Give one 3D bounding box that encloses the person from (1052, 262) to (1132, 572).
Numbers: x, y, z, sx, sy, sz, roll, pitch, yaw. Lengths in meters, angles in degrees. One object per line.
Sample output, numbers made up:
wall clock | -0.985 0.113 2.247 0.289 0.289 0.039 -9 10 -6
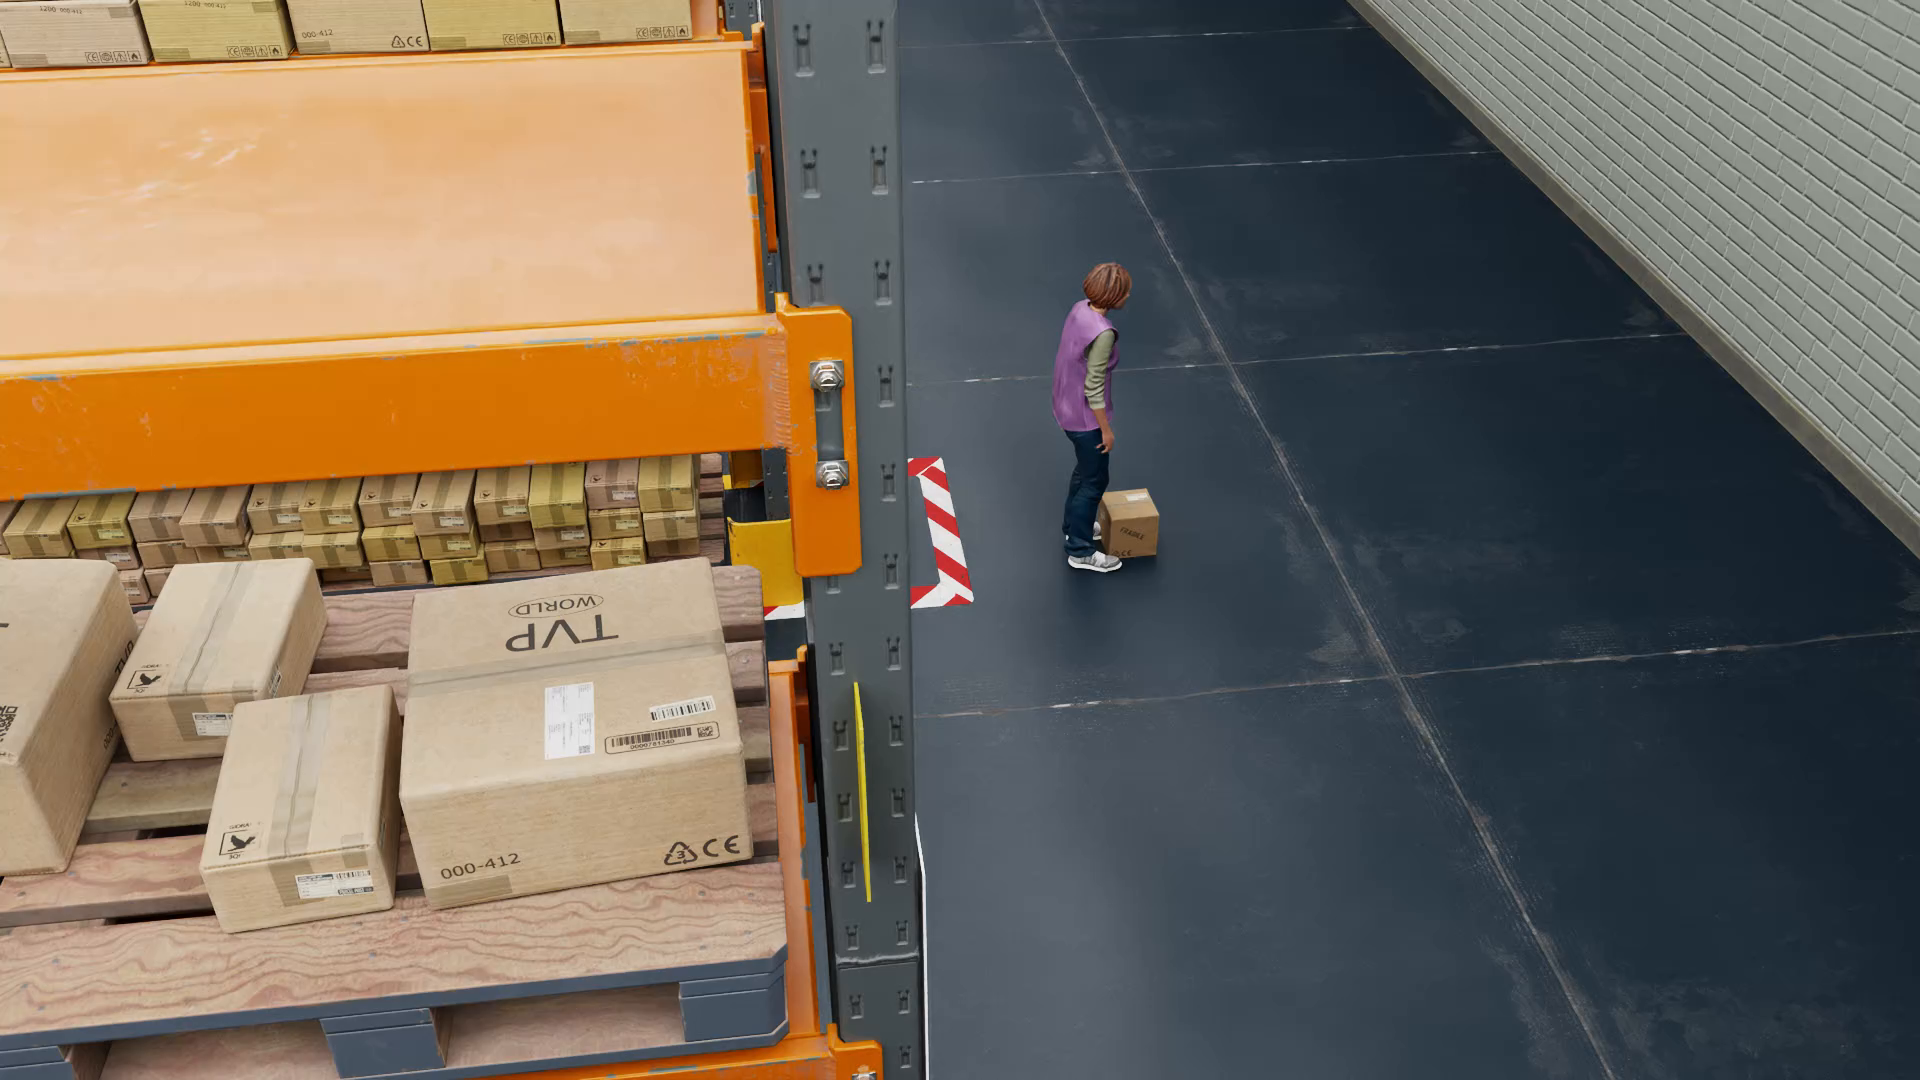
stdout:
person | 0.644 -0.611 8.144 0.368 1.593 0.478 -5 36 -8
